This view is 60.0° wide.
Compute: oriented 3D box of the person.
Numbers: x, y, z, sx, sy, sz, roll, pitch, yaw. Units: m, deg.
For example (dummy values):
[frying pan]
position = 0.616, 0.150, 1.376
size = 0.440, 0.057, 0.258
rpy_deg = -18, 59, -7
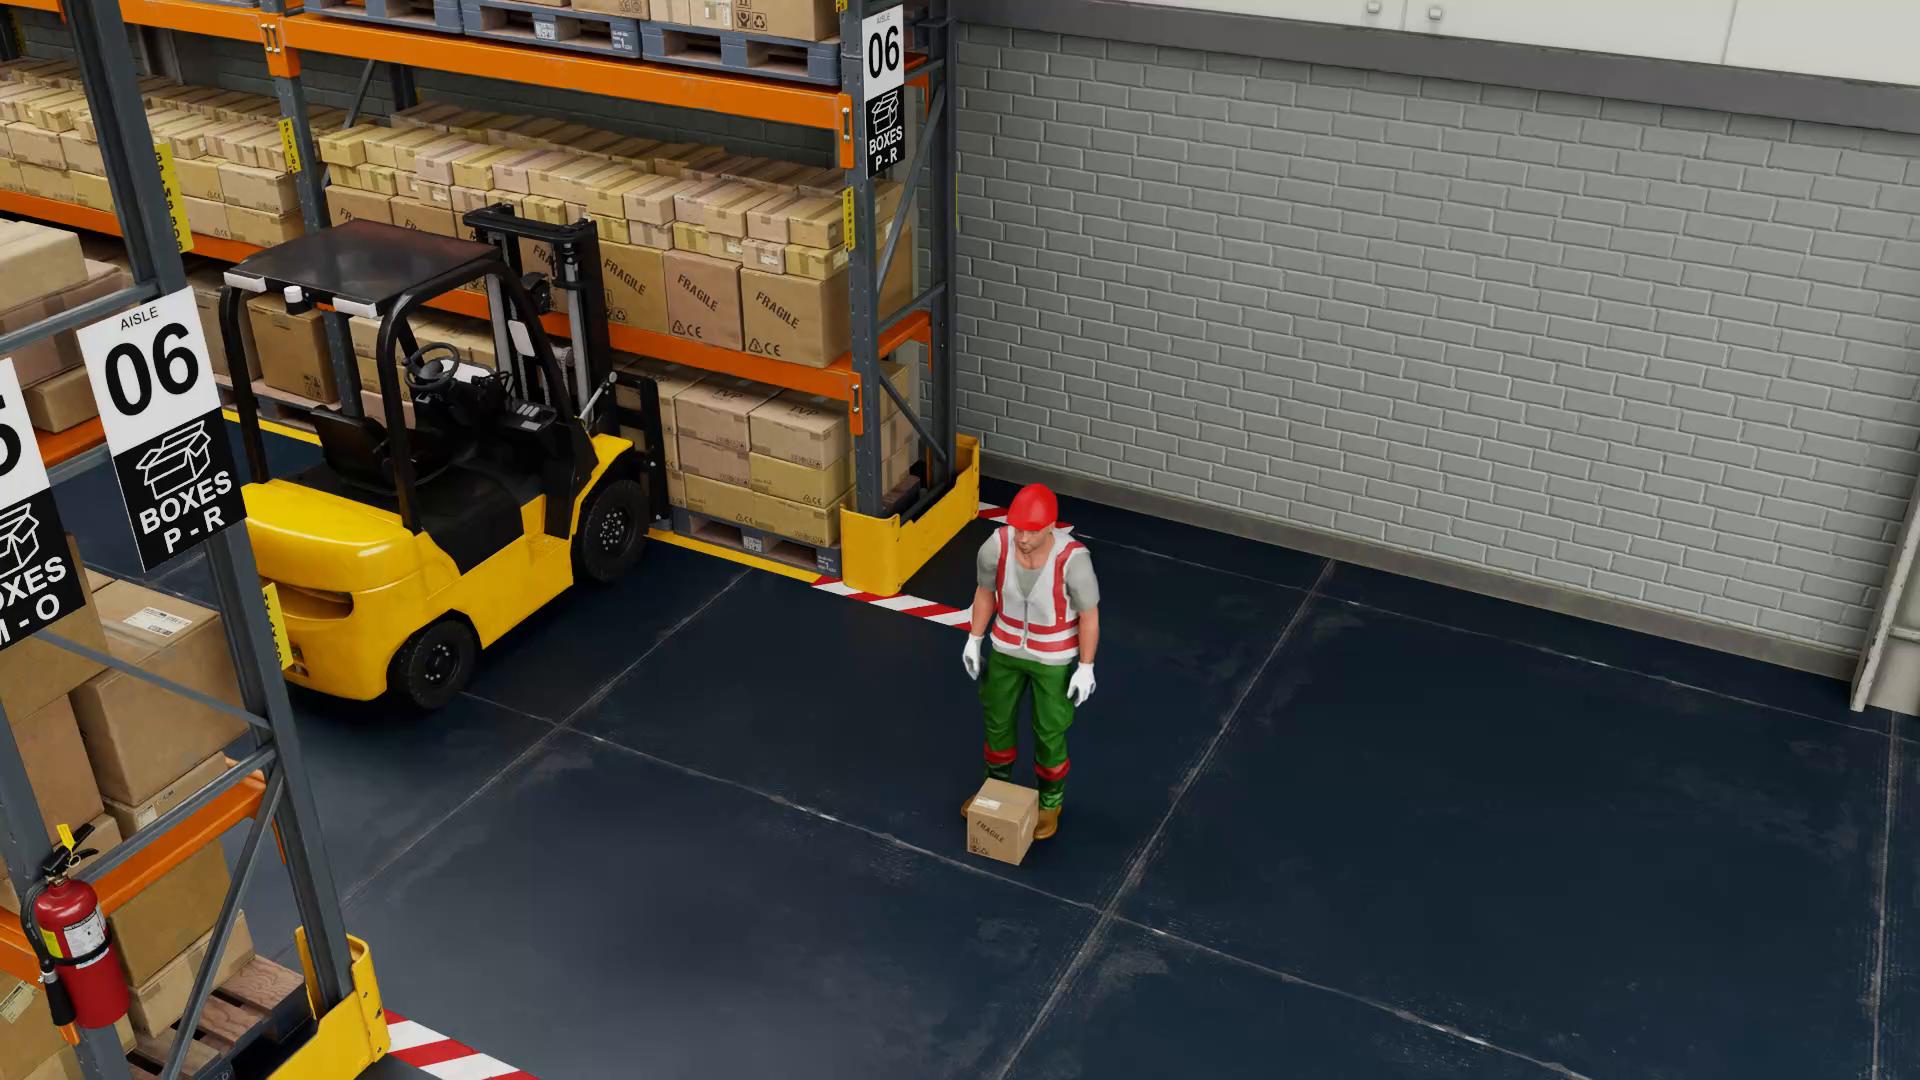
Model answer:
[person]
position = 0.313, 0.521, 7.367
size = 0.623, 1.780, 0.446
rpy_deg = 13, 32, 21
